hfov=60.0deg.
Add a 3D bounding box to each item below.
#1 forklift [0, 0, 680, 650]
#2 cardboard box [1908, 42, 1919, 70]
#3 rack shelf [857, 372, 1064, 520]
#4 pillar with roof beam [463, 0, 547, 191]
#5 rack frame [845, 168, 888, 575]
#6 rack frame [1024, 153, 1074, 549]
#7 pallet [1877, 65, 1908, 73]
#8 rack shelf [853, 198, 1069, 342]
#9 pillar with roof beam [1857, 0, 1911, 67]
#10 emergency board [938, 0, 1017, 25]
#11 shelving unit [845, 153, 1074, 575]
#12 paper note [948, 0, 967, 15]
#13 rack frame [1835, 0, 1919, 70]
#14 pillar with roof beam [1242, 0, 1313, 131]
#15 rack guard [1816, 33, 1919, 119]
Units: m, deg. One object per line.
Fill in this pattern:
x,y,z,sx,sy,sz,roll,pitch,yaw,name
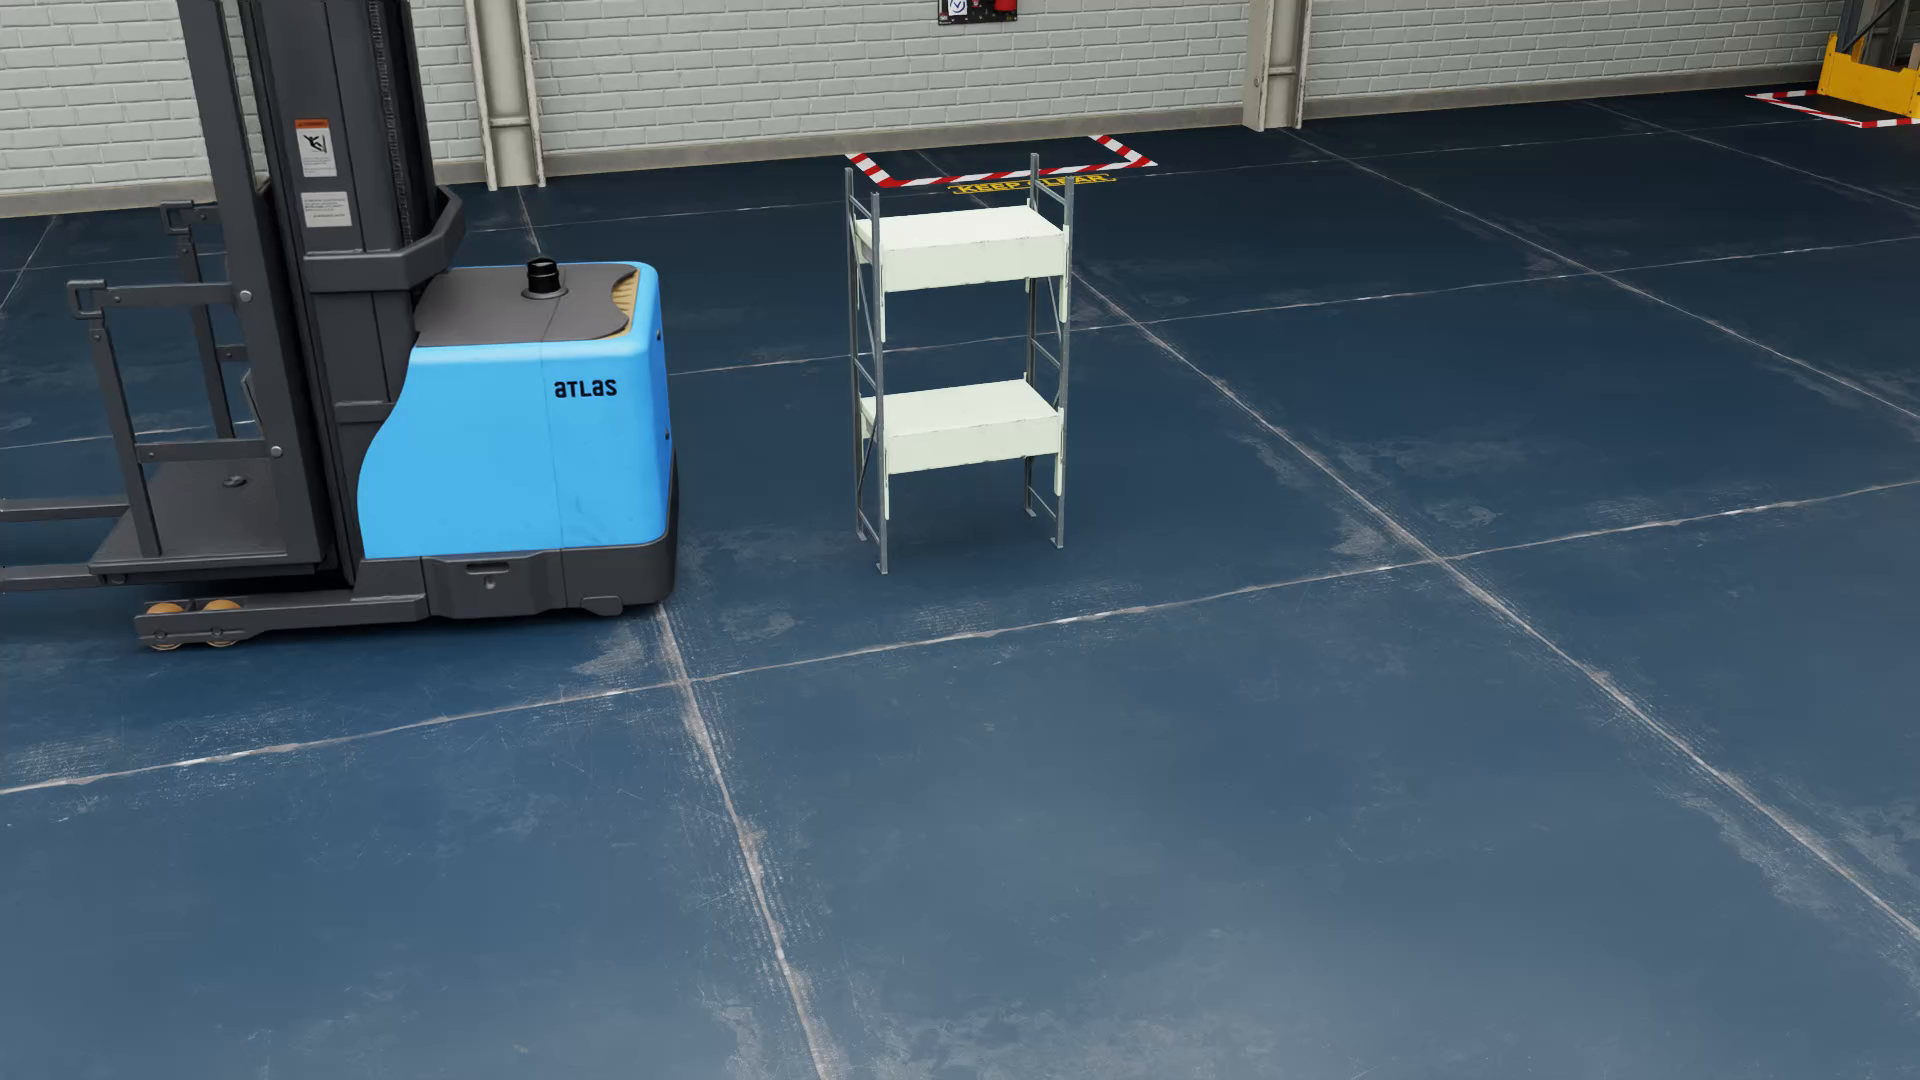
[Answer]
-2.627,-1.167,5.805,3.031,2.935,1.130,-3,27,-6,forklift
8.527,-4.132,14.229,0.500,0.311,0.500,-12,29,-22,cardboard box
-0.006,-0.379,6.560,0.720,0.370,0.431,-8,28,-16,rack shelf
-1.838,-4.759,6.216,0.400,9.000,9.100,-8,28,-16,pillar with roof beam
-0.354,-0.620,6.313,0.023,1.500,0.400,-8,28,-16,rack frame
0.342,-0.721,6.516,0.023,1.500,0.400,-8,28,-16,rack frame
8.697,-3.941,14.450,1.213,0.211,1.003,-8,28,-16,pallet
-0.006,-1.020,6.241,0.720,0.370,0.431,-8,28,-16,rack shelf
9.572,-6.411,9.544,0.400,9.000,9.100,-8,28,-16,pillar with roof beam
0.172,-4.394,12.227,0.643,1.169,0.194,-8,28,-16,emergency board
-0.006,-0.671,6.415,0.755,1.500,0.431,-8,28,-16,shelving unit
-0.017,-4.004,12.433,0.142,0.148,0.016,-8,28,-16,paper note
7.841,-5.082,13.614,0.127,3.000,1.000,-8,28,-16,rack frame
3.867,-5.585,7.880,0.400,9.000,9.100,-8,28,-16,pillar with roof beam
7.913,-3.973,14.191,0.348,0.500,1.175,-8,28,-16,rack guard
